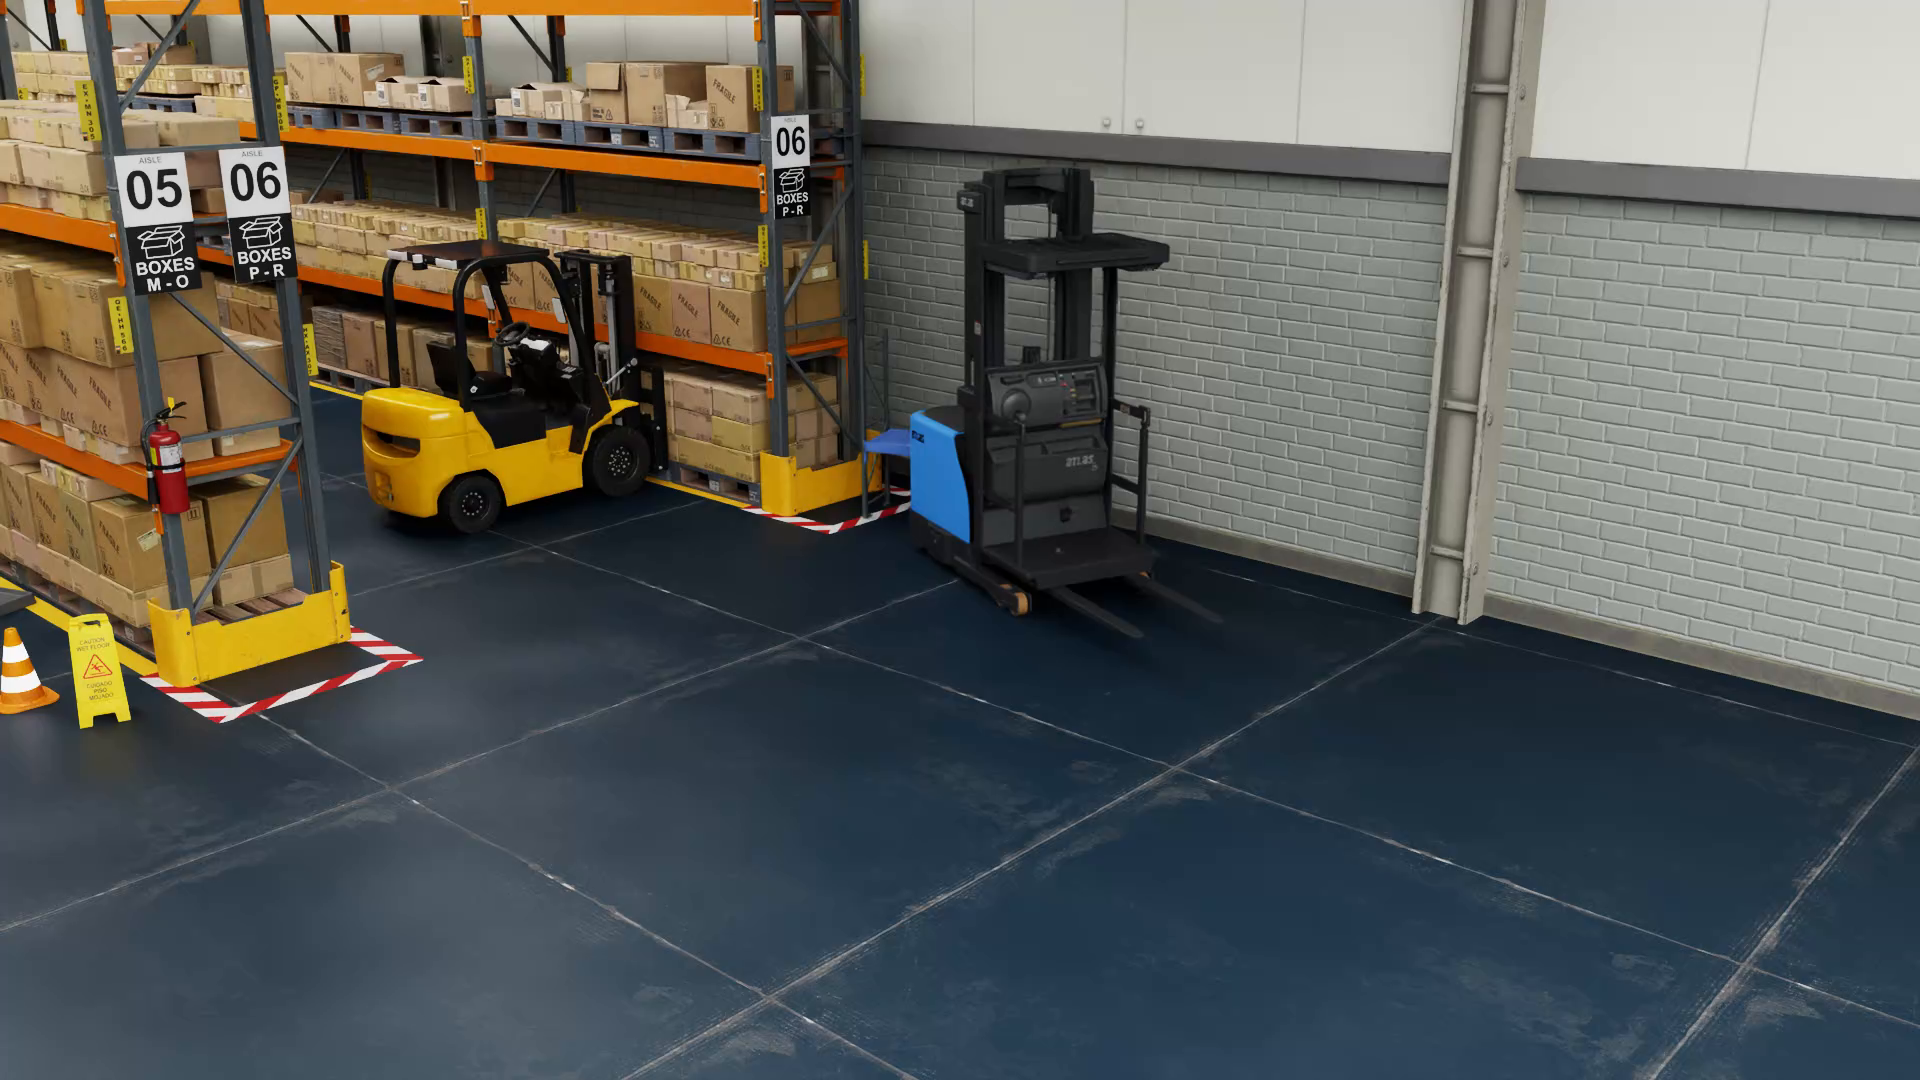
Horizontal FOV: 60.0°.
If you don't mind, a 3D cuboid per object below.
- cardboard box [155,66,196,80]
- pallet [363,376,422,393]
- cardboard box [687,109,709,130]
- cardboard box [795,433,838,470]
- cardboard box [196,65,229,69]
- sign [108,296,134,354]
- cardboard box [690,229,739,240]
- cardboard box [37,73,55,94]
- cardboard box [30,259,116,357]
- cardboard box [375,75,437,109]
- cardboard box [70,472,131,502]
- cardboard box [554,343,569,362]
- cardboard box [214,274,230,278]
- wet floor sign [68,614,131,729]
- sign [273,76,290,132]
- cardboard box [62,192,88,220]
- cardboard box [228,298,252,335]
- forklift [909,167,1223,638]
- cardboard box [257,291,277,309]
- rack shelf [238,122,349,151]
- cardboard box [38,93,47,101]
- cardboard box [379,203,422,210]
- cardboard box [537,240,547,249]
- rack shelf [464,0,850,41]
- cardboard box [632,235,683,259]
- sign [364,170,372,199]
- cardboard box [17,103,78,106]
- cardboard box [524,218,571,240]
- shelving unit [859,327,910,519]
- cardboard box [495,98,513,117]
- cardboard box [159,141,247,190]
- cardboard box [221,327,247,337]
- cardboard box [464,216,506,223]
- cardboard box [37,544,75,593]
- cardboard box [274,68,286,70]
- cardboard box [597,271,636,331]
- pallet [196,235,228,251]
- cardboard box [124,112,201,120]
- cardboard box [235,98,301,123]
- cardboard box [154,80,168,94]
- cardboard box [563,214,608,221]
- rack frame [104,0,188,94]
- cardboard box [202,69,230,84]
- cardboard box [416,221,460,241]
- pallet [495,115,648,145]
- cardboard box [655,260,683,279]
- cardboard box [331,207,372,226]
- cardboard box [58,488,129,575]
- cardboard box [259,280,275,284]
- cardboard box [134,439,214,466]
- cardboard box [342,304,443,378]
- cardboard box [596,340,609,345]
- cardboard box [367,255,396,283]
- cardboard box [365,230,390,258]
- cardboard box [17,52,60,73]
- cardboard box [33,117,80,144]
[{"bbox_3d":[-9.219,-5.493,19.568,0.250,0.149,0.380,15,23,40],"label":"cardboard box"},{"bbox_3d":[-5.671,-1.645,17.946,1.213,0.211,1.003,15,23,39],"label":"pallet"},{"bbox_3d":[-2.007,-3.442,13.596,0.250,0.149,0.380,14,22,38],"label":"cardboard box"},{"bbox_3d":[-1.423,-0.819,14.586,0.500,0.250,0.500,15,23,39],"label":"cardboard box"},{"bbox_3d":[-8.927,-5.591,19.875,0.250,0.149,0.380,15,23,40],"label":"cardboard box"},{"bbox_3d":[-4.861,-1.244,9.636,0.005,0.325,0.100,15,23,39],"label":"sign"},{"bbox_3d":[-2.195,-2.686,14.888,0.250,0.149,0.380,14,23,38],"label":"cardboard box"},{"bbox_3d":[-11.832,-6.047,22.004,0.500,0.250,0.500,15,23,38],"label":"cardboard box"},{"bbox_3d":[-5.378,-1.486,10.524,0.500,0.500,0.700,15,23,40],"label":"cardboard box"},{"bbox_3d":[-5.455,-4.469,16.565,0.500,0.311,0.500,14,22,37],"label":"cardboard box"},{"bbox_3d":[-5.569,-0.380,10.888,0.250,0.149,0.380,16,24,41],"label":"cardboard box"},{"bbox_3d":[-3.648,-1.683,15.654,0.500,0.250,0.500,15,23,39],"label":"cardboard box"},{"bbox_3d":[-9.235,-3.184,20.552,0.250,0.149,0.380,15,23,39],"label":"cardboard box"},{"bbox_3d":[-5.046,0.739,9.715,0.267,0.644,0.232,-9,20,-27],"label":"wet floor sign"},{"bbox_3d":[-4.118,-2.632,10.043,0.005,0.325,0.100,15,23,39],"label":"sign"},{"bbox_3d":[-5.138,-2.024,9.987,0.250,0.149,0.380,15,23,40],"label":"cardboard box"},{"bbox_3d":[-8.389,-2.645,19.926,0.500,0.500,0.500,16,24,42],"label":"cardboard box"},{"bbox_3d":[0.719,-1.025,11.497,1.130,2.935,3.031,-9,20,-26],"label":"forklift"},{"bbox_3d":[-7.931,-2.801,19.343,0.250,0.149,0.380,14,22,36],"label":"cardboard box"},{"bbox_3d":[-8.665,-4.881,19.765,4.000,0.370,1.077,15,23,39],"label":"rack shelf"},{"bbox_3d":[-11.986,-5.863,22.083,0.250,0.149,0.380,15,23,39],"label":"cardboard box"},{"bbox_3d":[-6.139,-3.604,18.271,0.250,0.149,0.380,14,23,38],"label":"cardboard box"},{"bbox_3d":[-3.706,-2.726,15.504,0.250,0.149,0.380,15,23,39],"label":"cardboard box"},{"bbox_3d":[-2.682,-4.514,14.310,4.000,0.370,1.077,15,23,39],"label":"rack shelf"},{"bbox_3d":[-2.615,-2.543,14.437,0.250,0.149,0.380,16,23,40],"label":"cardboard box"},{"bbox_3d":[-6.803,-4.071,19.067,0.005,0.325,0.100,15,23,39],"label":"sign"},{"bbox_3d":[-6.426,-3.012,11.783,0.250,0.149,0.380,16,24,41],"label":"cardboard box"},{"bbox_3d":[-3.869,-2.929,15.654,0.250,0.149,0.380,15,23,40],"label":"cardboard box"},{"bbox_3d":[-0.224,-0.906,13.486,1.048,1.500,0.538,7,19,21],"label":"shelving unit"},{"bbox_3d":[-4.043,-3.989,15.319,0.250,0.149,0.380,16,23,40],"label":"cardboard box"},{"bbox_3d":[-4.677,-2.324,10.274,0.500,0.250,0.500,15,23,38],"label":"cardboard box"},{"bbox_3d":[-5.037,-1.114,11.005,0.500,0.500,0.500,16,24,41],"label":"cardboard box"},{"bbox_3d":[-4.855,-3.229,17.088,0.250,0.149,0.380,15,23,39],"label":"cardboard box"},{"bbox_3d":[-6.038,0.136,11.574,0.500,0.250,0.500,14,22,37],"label":"cardboard box"},{"bbox_3d":[-7.849,-5.369,19.210,0.250,0.149,0.380,16,24,41],"label":"cardboard box"},{"bbox_3d":[-2.877,-2.181,14.861,0.500,0.500,0.500,15,23,40],"label":"cardboard box"},{"bbox_3d":[-8.627,-3.691,20.100,1.213,0.211,1.003,15,23,39],"label":"pallet"},{"bbox_3d":[-5.091,-2.649,10.638,0.250,0.149,0.380,15,23,39],"label":"cardboard box"},{"bbox_3d":[-7.714,-4.799,18.565,0.500,0.250,0.500,14,22,37],"label":"cardboard box"},{"bbox_3d":[-9.252,-5.346,19.596,0.250,0.149,0.380,16,23,41],"label":"cardboard box"},{"bbox_3d":[-3.578,-3.033,15.981,0.250,0.149,0.380,14,23,38],"label":"cardboard box"},{"bbox_3d":[-10.161,-7.056,20.468,0.127,3.000,1.000,15,23,39],"label":"rack frame"},{"bbox_3d":[-8.403,-5.296,18.978,0.250,0.149,0.380,14,23,38],"label":"cardboard box"},{"bbox_3d":[-5.218,-3.097,16.673,0.250,0.149,0.380,14,22,38],"label":"cardboard box"},{"bbox_3d":[-3.522,-3.812,15.352,1.213,0.211,1.003,15,23,39],"label":"pallet"},{"bbox_3d":[-2.404,-2.356,14.338,0.250,0.149,0.380,14,22,38],"label":"cardboard box"},{"bbox_3d":[-6.513,-3.471,17.851,0.250,0.149,0.380,15,23,40],"label":"cardboard box"},{"bbox_3d":[-5.643,-0.116,11.130,0.500,0.500,0.500,16,24,41],"label":"cardboard box"},{"bbox_3d":[-8.355,-3.134,20.393,0.250,0.149,0.380,15,23,40],"label":"cardboard box"},{"bbox_3d":[-4.899,-0.570,10.364,0.250,0.149,0.380,16,24,41],"label":"cardboard box"},{"bbox_3d":[-6.218,-2.204,18.328,0.625,0.625,0.875,16,24,41],"label":"cardboard box"},{"bbox_3d":[-3.292,-1.803,16.032,0.500,0.250,0.500,15,23,38],"label":"cardboard box"},{"bbox_3d":[-5.850,-2.869,17.440,0.500,0.250,0.500,16,24,41],"label":"cardboard box"},{"bbox_3d":[-5.847,-3.109,17.370,0.500,0.250,0.500,15,23,40],"label":"cardboard box"},{"bbox_3d":[-12.235,-6.388,22.251,0.500,0.250,0.500,15,23,38],"label":"cardboard box"},{"bbox_3d":[-5.453,-2.524,10.245,0.250,0.149,0.380,15,23,40],"label":"cardboard box"}]
